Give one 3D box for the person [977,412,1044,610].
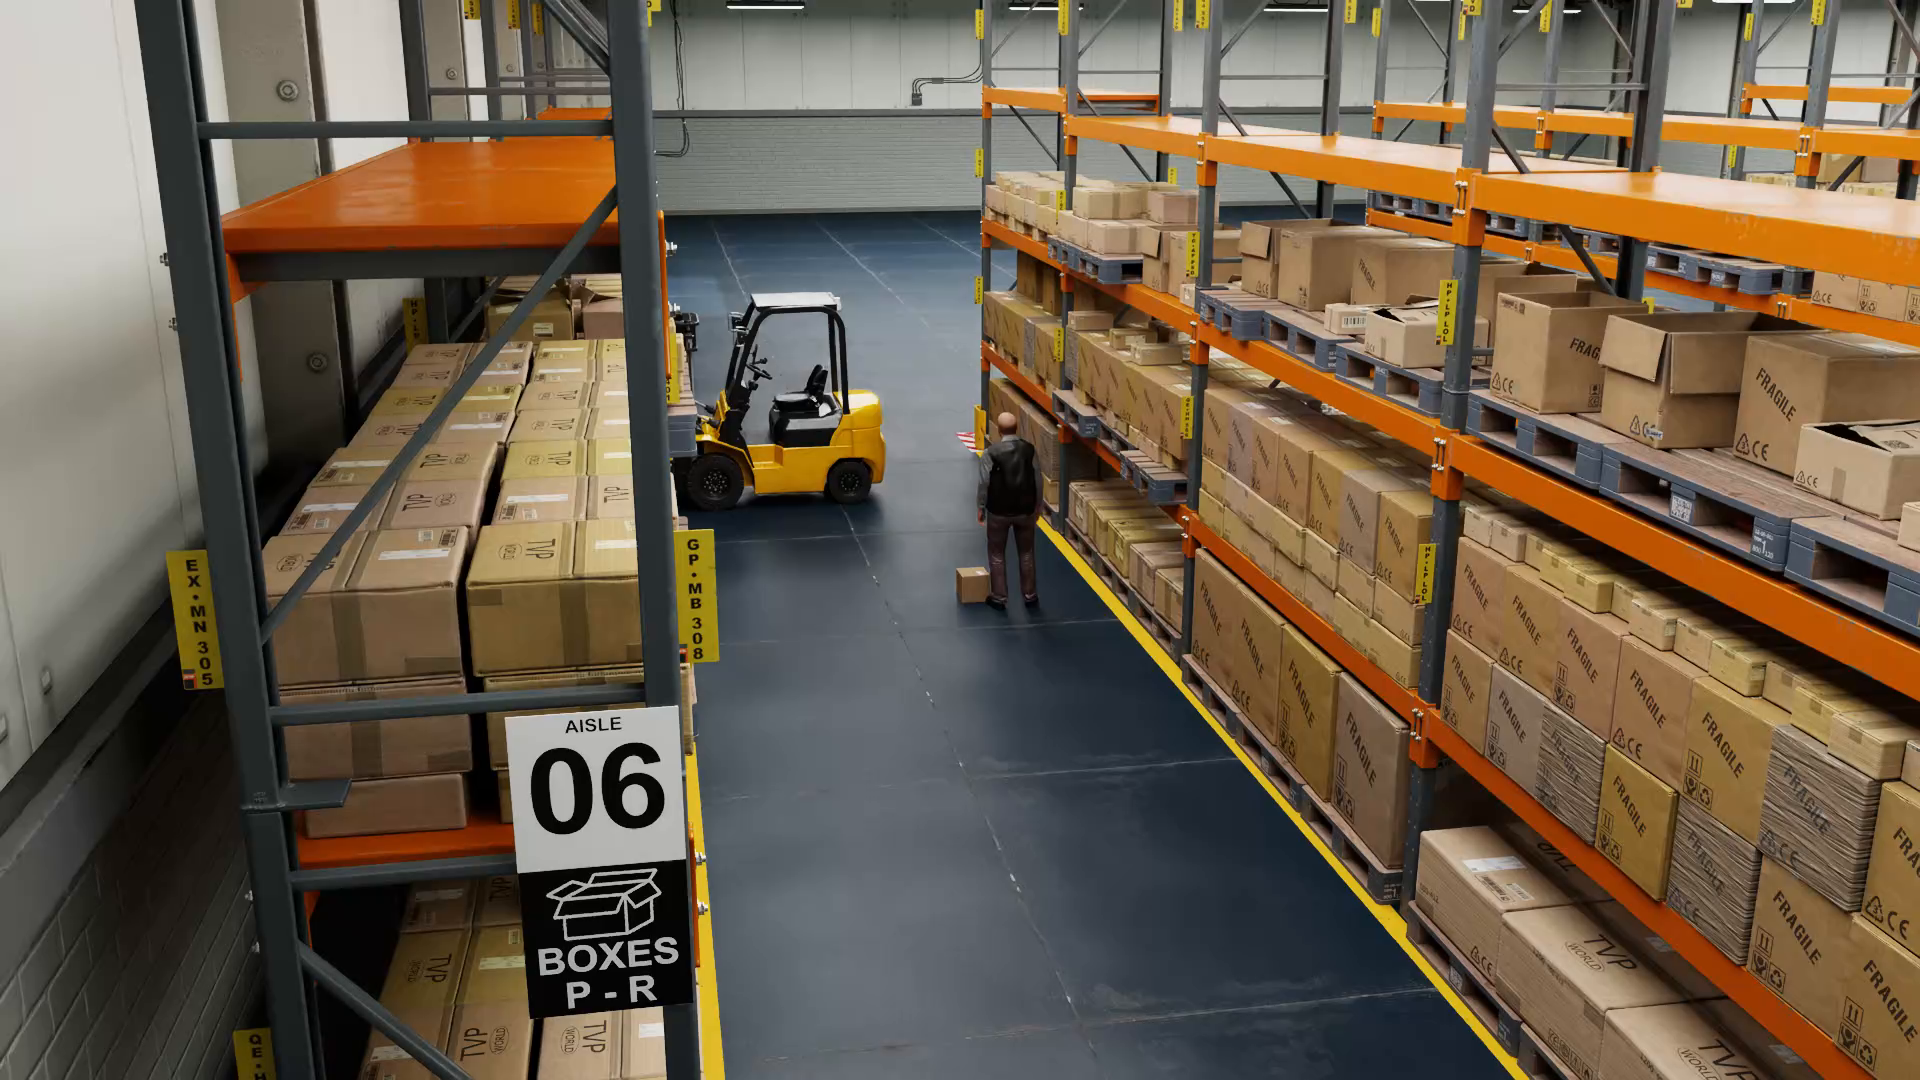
[{"bbox_3d":[0.438,-0.245,14.418,0.587,1.721,0.412,-3,17,-12],"label":"person"}]
